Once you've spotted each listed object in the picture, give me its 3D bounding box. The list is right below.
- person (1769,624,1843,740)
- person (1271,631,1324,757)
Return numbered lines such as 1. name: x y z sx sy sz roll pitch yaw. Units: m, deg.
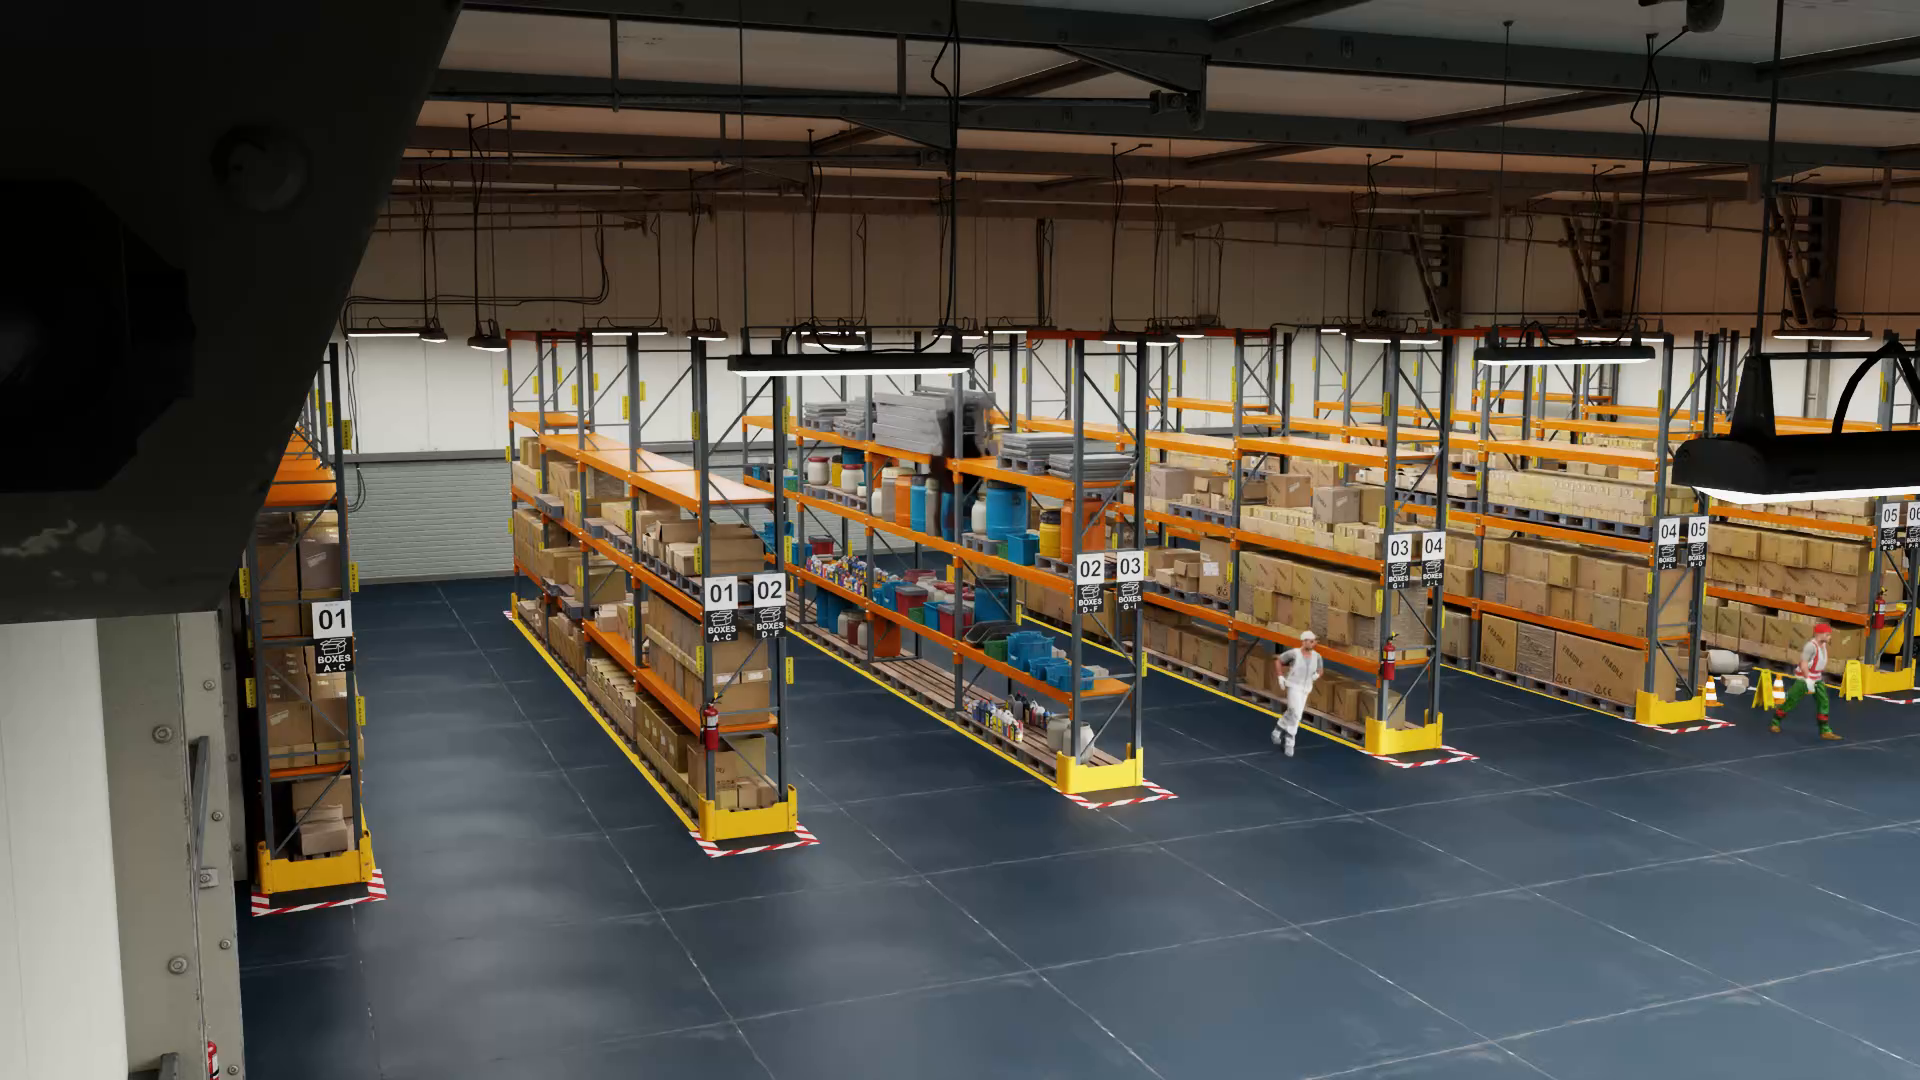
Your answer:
1. person: 12.720 2.092 24.898 0.729 1.731 0.929 -6 10 -35
2. person: 4.854 2.164 23.990 0.769 1.721 0.827 -3 8 -23
